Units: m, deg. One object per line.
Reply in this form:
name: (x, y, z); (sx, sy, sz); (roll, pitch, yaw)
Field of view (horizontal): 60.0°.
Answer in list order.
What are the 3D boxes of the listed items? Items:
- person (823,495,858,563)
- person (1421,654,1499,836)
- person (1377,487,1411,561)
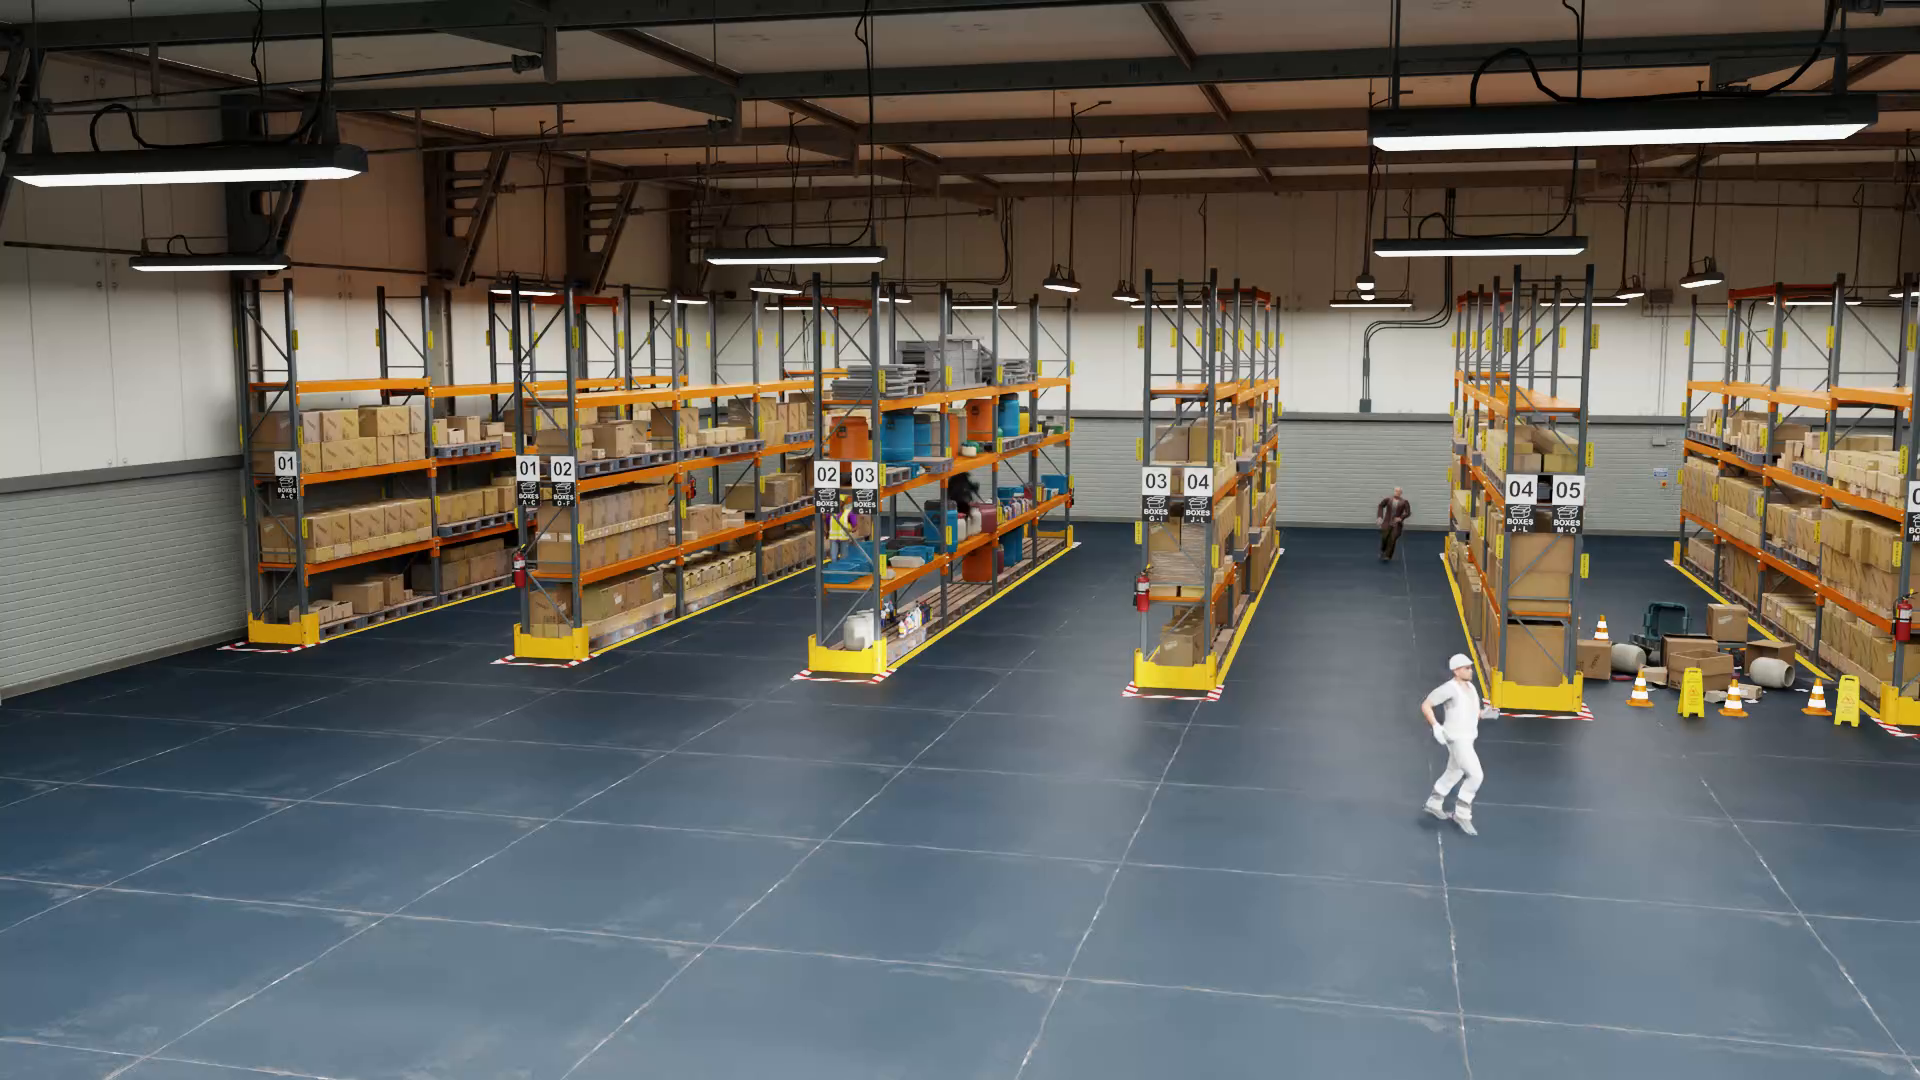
person: (-2.330, 0.004, 32.126); (0.707, 1.738, 0.687); (1, 7, 8)
person: (5.124, 2.081, 17.030); (0.754, 1.838, 0.641); (6, 9, 40)
person: (9.783, -0.345, 37.534); (0.748, 1.717, 0.585); (2, 7, 18)
